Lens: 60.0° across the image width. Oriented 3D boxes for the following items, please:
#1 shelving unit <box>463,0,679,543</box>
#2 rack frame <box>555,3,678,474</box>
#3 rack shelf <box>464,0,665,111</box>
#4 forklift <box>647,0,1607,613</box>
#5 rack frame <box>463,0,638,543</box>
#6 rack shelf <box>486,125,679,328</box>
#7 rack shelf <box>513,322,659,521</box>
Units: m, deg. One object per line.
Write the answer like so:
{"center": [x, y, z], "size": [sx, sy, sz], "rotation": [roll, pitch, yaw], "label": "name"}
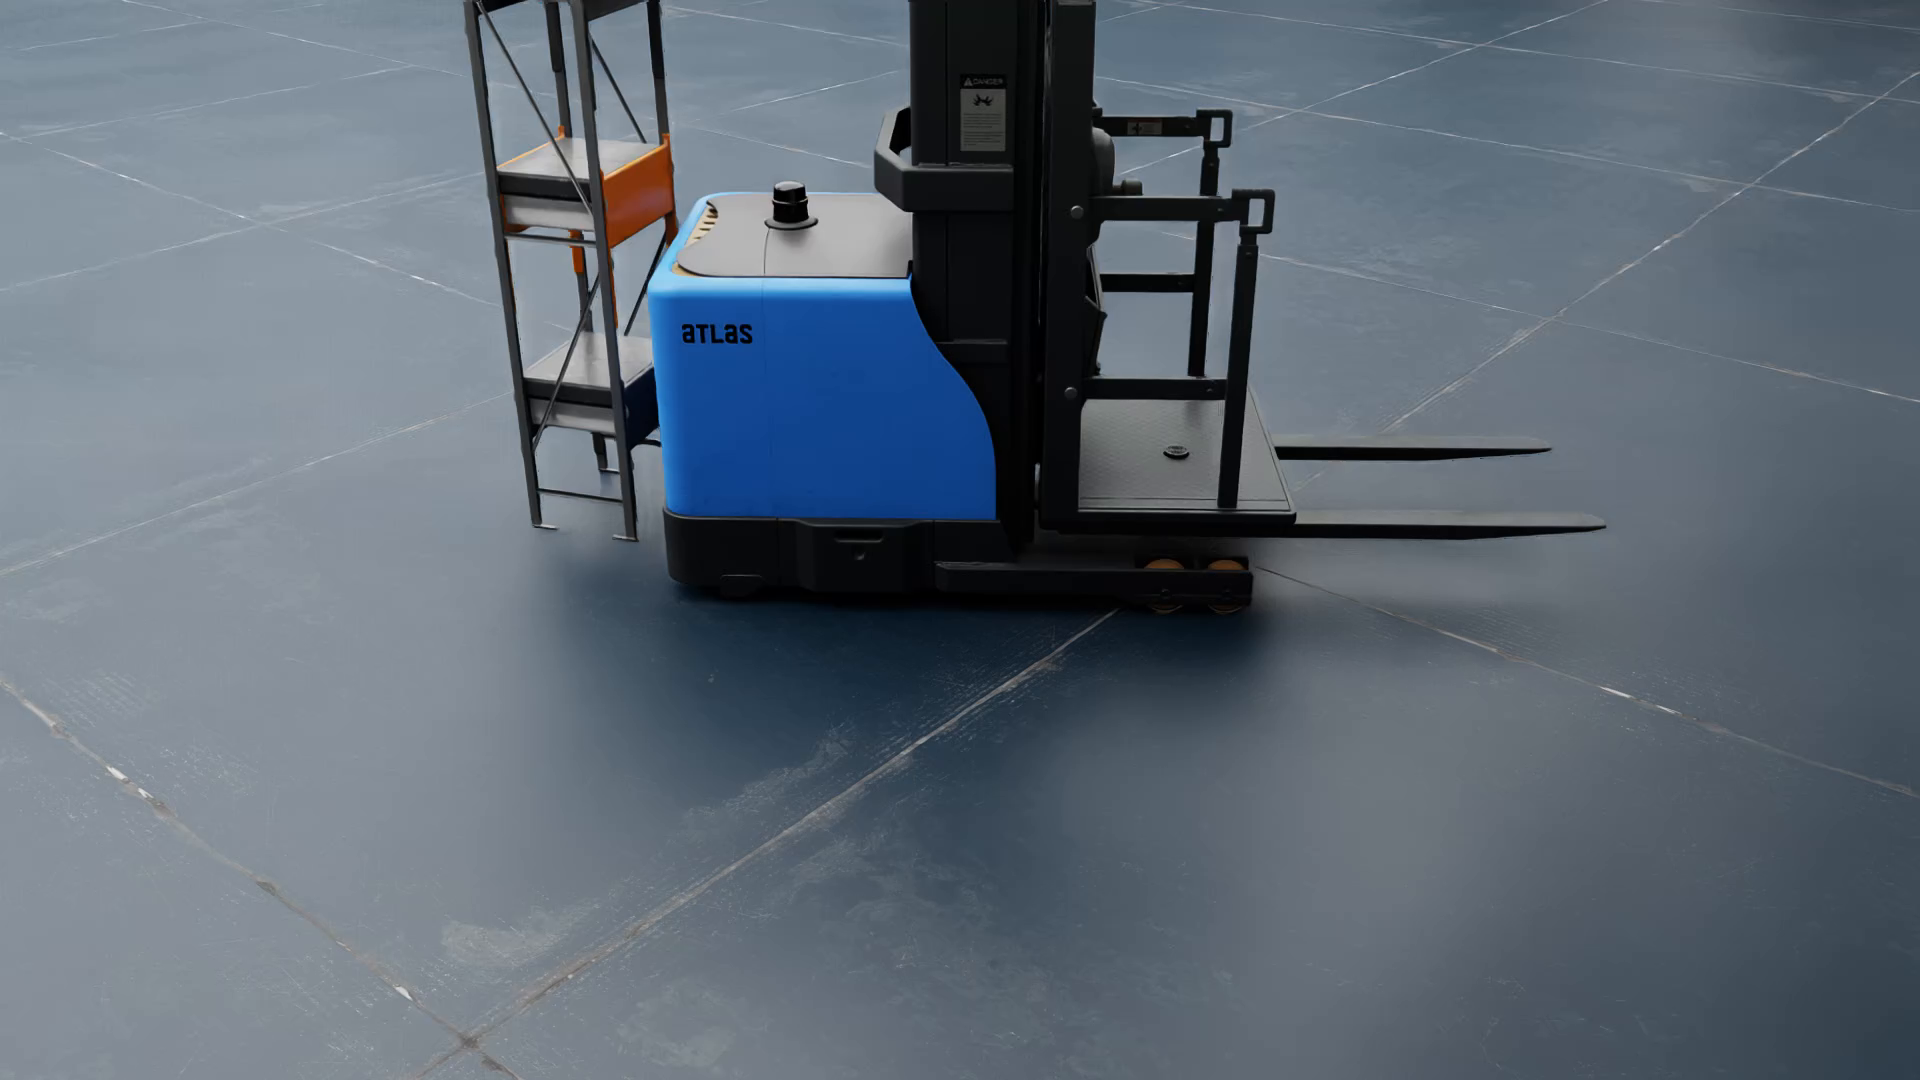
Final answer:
{"center": [-1.236, -1.060, 5.513], "size": [0.431, 2.100, 0.503], "rotation": [8, 28, 15], "label": "shelving unit"}
{"center": [-1.165, -1.167, 5.720], "size": [0.400, 2.100, 0.015], "rotation": [8, 28, 15], "label": "rack frame"}
{"center": [-1.235, -1.669, 5.197], "size": [0.431, 0.518, 0.480], "rotation": [8, 28, 15], "label": "rack shelf"}
{"center": [0.577, -1.318, 5.107], "size": [3.031, 2.935, 1.130], "rotation": [1, 27, 1], "label": "forklift"}
{"center": [-1.307, -0.952, 5.305], "size": [0.400, 2.100, 0.015], "rotation": [8, 28, 15], "label": "rack frame"}
{"center": [-1.236, -1.048, 5.519], "size": [0.431, 0.518, 0.480], "rotation": [8, 28, 15], "label": "rack shelf"}
{"center": [-1.236, -0.426, 5.841], "size": [0.431, 0.518, 0.480], "rotation": [8, 28, 15], "label": "rack shelf"}
